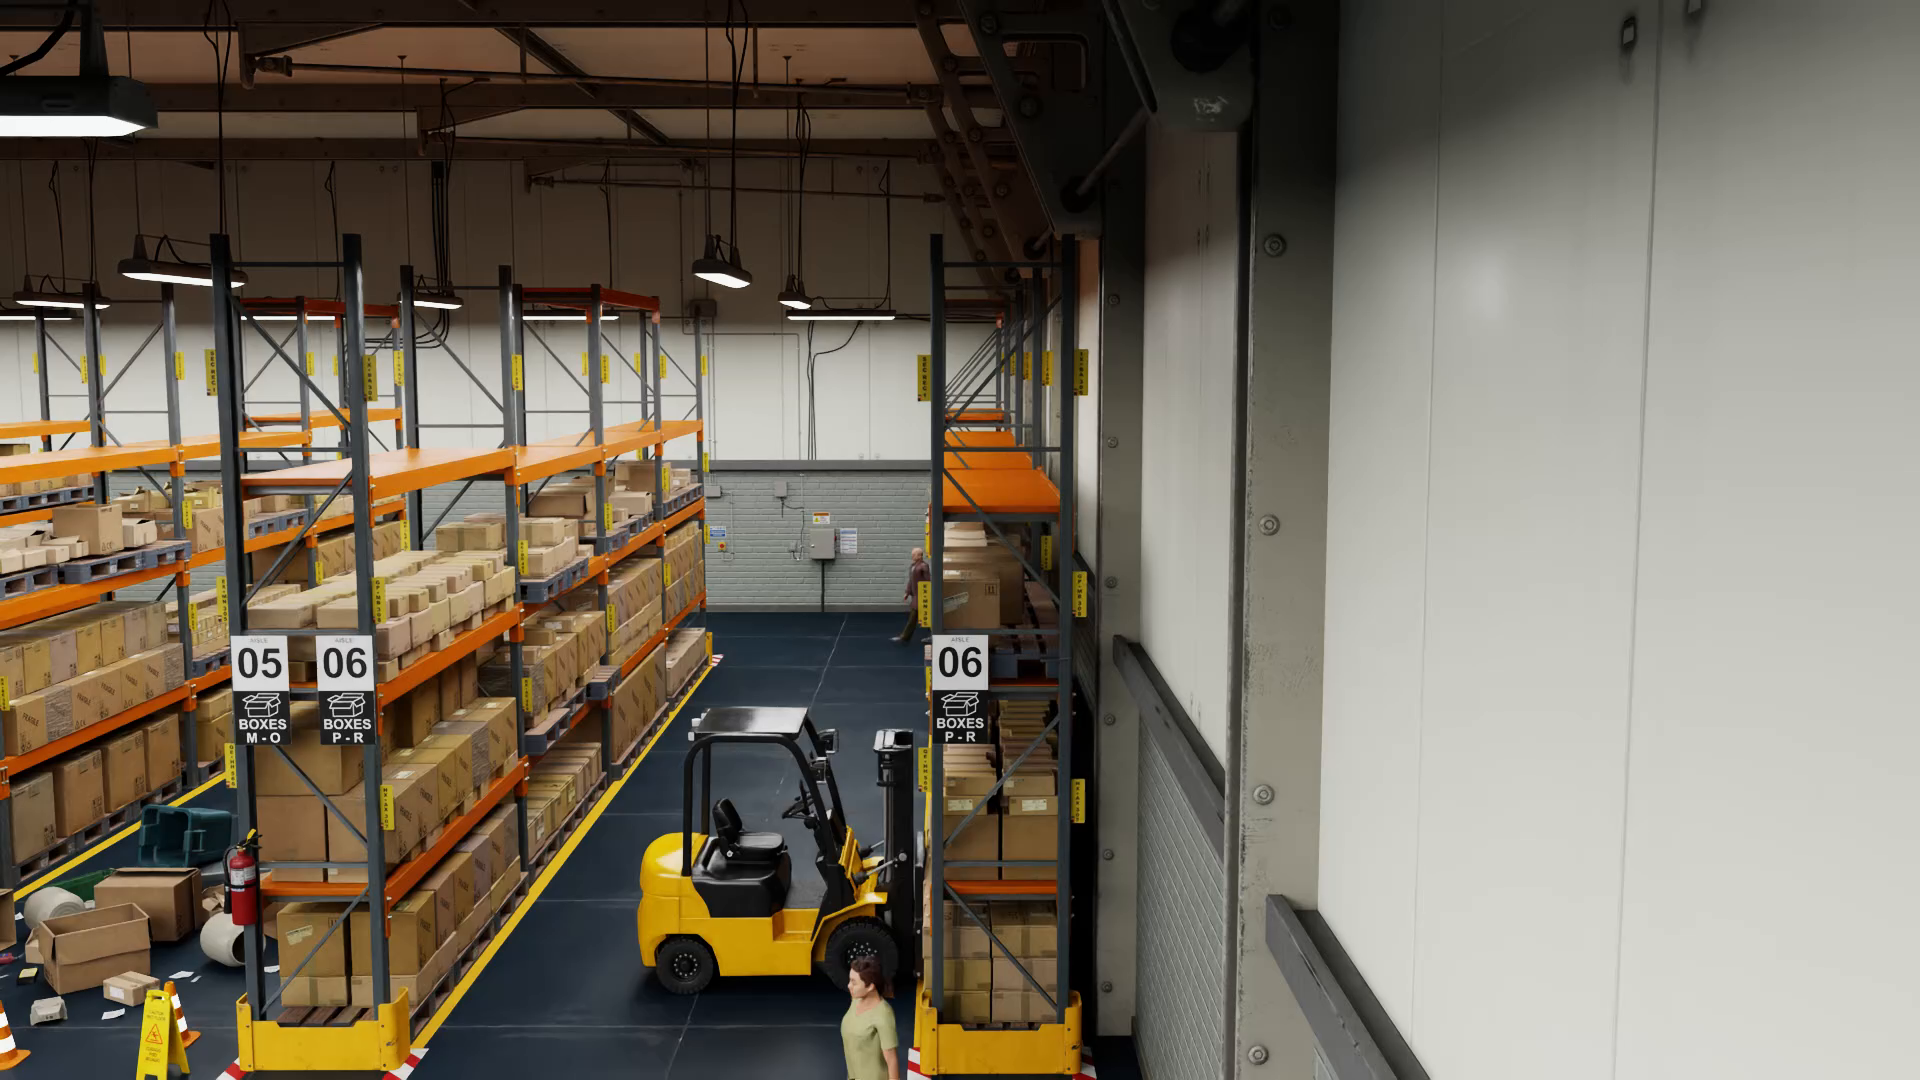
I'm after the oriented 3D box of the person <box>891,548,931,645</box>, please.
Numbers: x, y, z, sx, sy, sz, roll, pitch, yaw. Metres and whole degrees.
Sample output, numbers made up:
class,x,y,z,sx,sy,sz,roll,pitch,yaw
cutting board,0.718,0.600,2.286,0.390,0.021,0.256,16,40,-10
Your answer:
class,x,y,z,sx,sy,sz,roll,pitch,yaw
person,-0.787,1.002,29.792,0.998,1.745,0.631,-2,7,-21

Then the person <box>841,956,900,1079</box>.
class,x,y,z,sx,sy,sz,roll,pitch,yaw
person,-0.492,3.260,9.898,0.837,1.650,0.514,-3,7,-24
